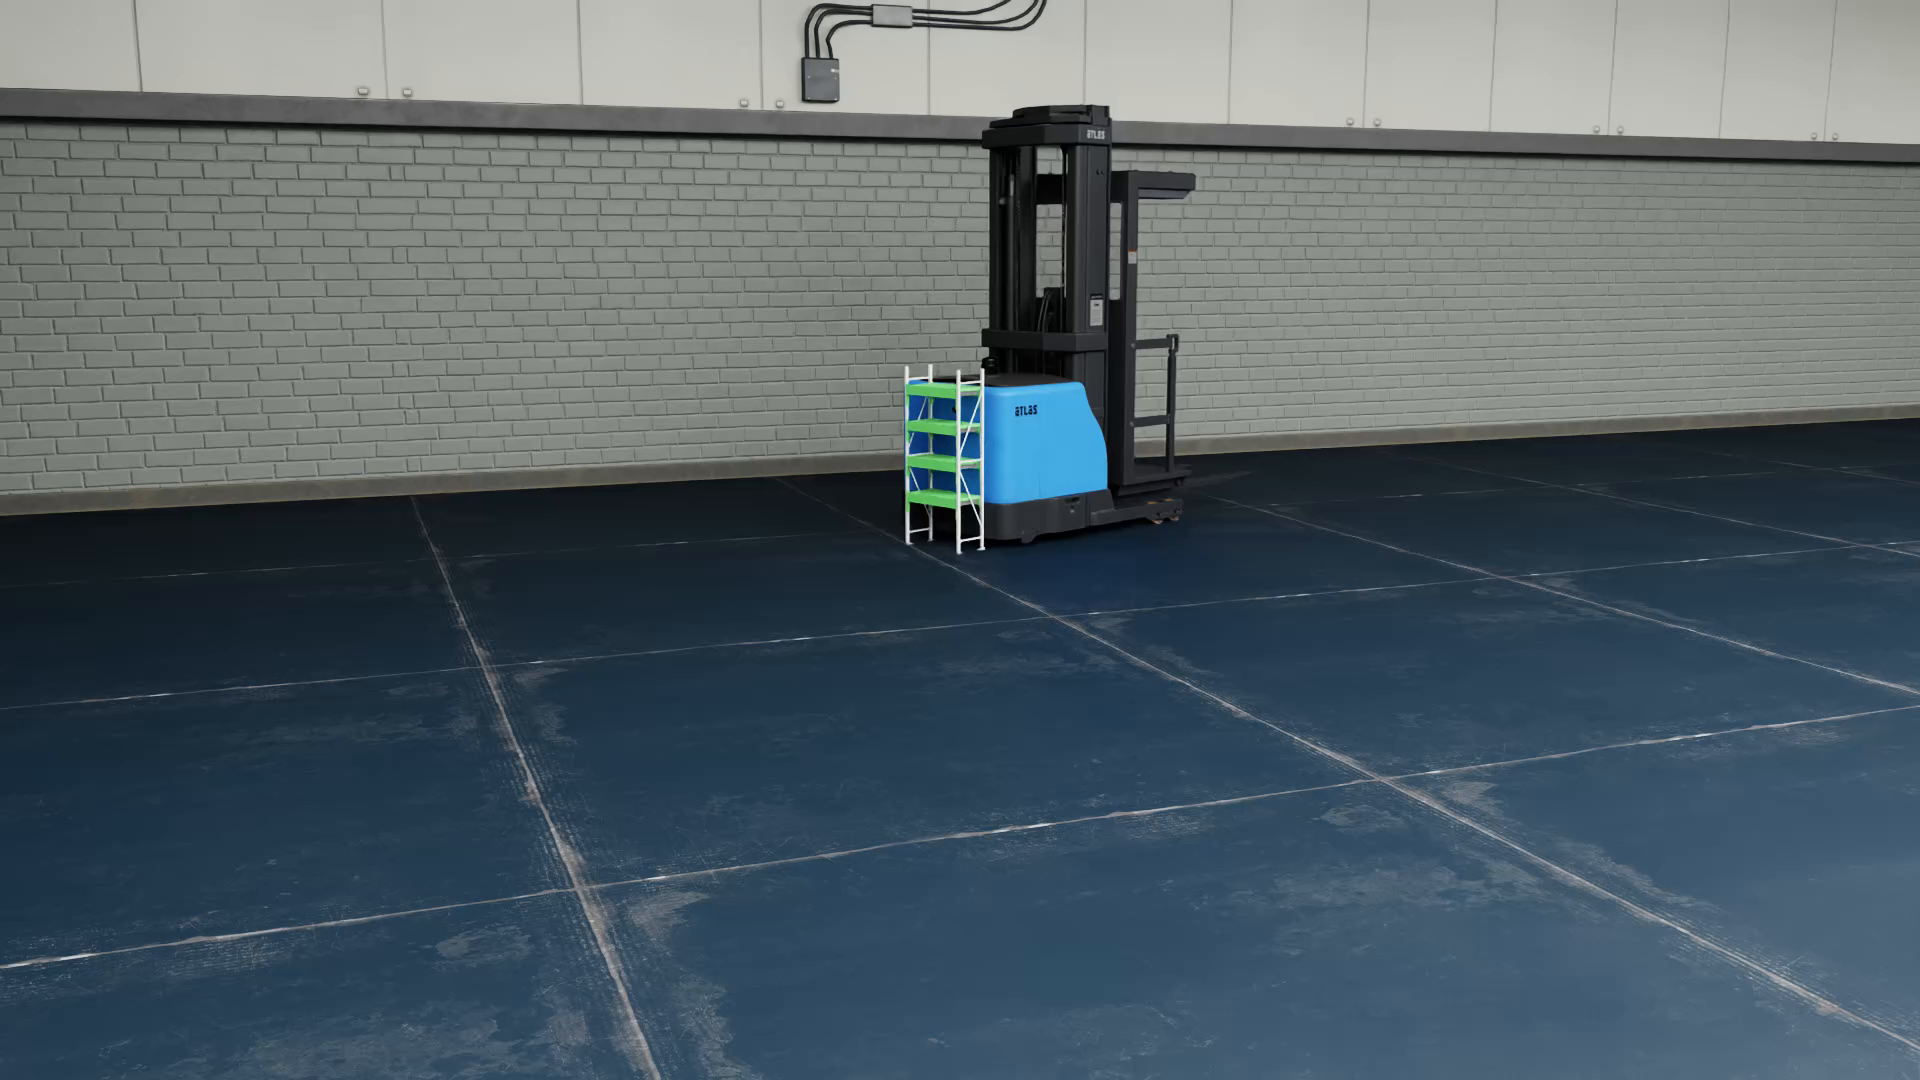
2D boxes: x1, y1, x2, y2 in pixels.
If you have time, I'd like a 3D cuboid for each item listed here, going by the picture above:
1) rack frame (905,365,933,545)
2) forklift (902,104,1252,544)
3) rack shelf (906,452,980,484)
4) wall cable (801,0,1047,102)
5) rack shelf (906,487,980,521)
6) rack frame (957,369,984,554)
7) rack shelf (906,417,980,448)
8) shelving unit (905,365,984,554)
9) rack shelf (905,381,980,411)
[{"bbox_3d":[-0.277,-0.574,11.222,0.240,1.200,0.015,-10,14,-44],"label":"rack frame"},{"bbox_3d":[0.998,-1.614,12.126,3.031,2.935,1.130,-10,14,-44],"label":"forklift"},{"bbox_3d":[-0.104,-0.481,11.063,0.258,0.148,0.480,-10,14,-44],"label":"rack shelf"},{"bbox_3d":[-0.245,-6.749,13.955,2.305,6.003,0.169,-4,11,-21],"label":"wall cable"},{"bbox_3d":[-0.104,-0.245,11.105,0.258,0.148,0.480,-10,14,-44],"label":"rack shelf"},{"bbox_3d":[0.068,-0.514,10.882,0.240,1.200,0.015,-10,14,-44],"label":"rack frame"},{"bbox_3d":[-0.104,-0.717,11.021,0.258,0.148,0.480,-10,14,-44],"label":"rack shelf"},{"bbox_3d":[-0.104,-0.544,11.052,0.258,1.200,0.503,-10,14,-44],"label":"shelving unit"},{"bbox_3d":[-0.104,-0.954,10.979,0.258,0.148,0.480,-10,14,-44],"label":"rack shelf"}]
